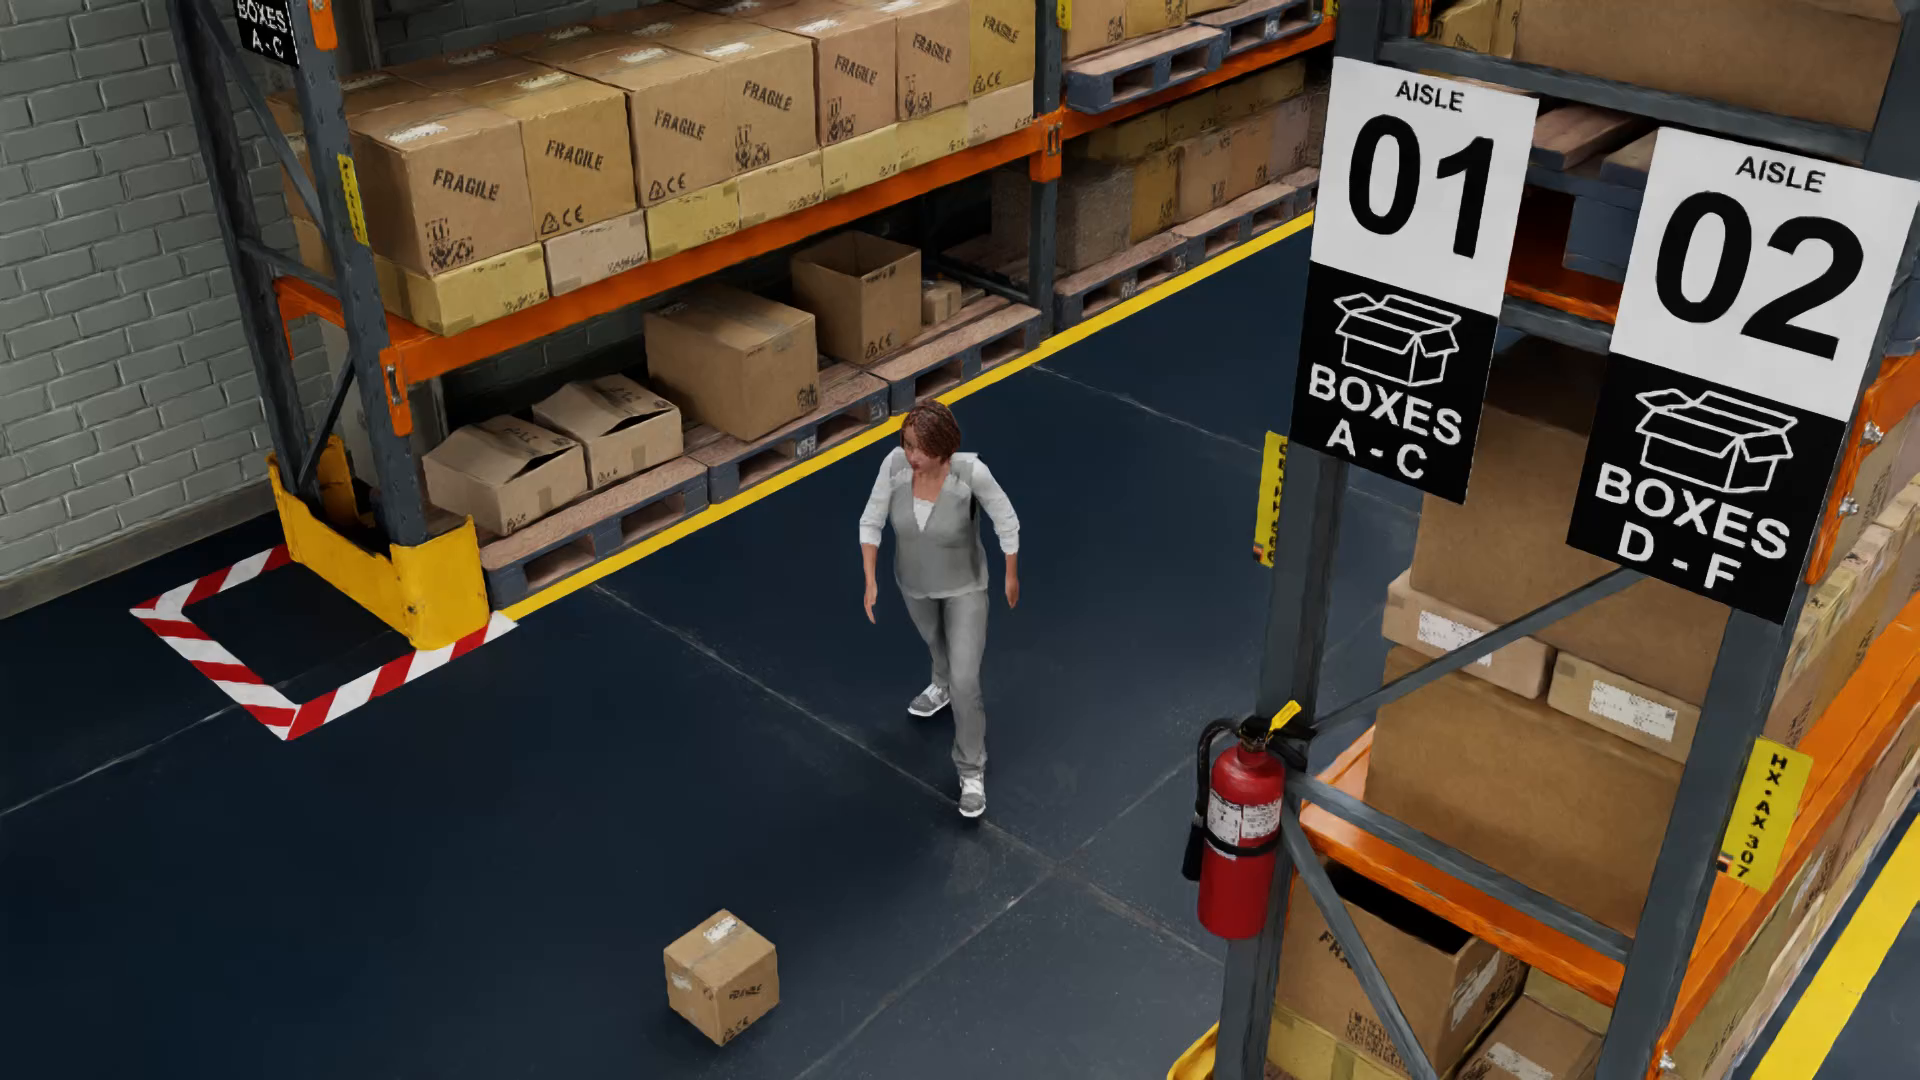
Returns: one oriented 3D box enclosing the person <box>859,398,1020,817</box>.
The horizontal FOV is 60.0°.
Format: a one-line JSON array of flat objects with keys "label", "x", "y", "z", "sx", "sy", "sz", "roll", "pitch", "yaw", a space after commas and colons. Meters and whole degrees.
[{"label": "person", "x": -0.046, "y": 0.157, "z": 5.928, "sx": 0.566, "sy": 1.526, "sz": 0.751, "roll": 14, "pitch": 34, "yaw": 21}]
